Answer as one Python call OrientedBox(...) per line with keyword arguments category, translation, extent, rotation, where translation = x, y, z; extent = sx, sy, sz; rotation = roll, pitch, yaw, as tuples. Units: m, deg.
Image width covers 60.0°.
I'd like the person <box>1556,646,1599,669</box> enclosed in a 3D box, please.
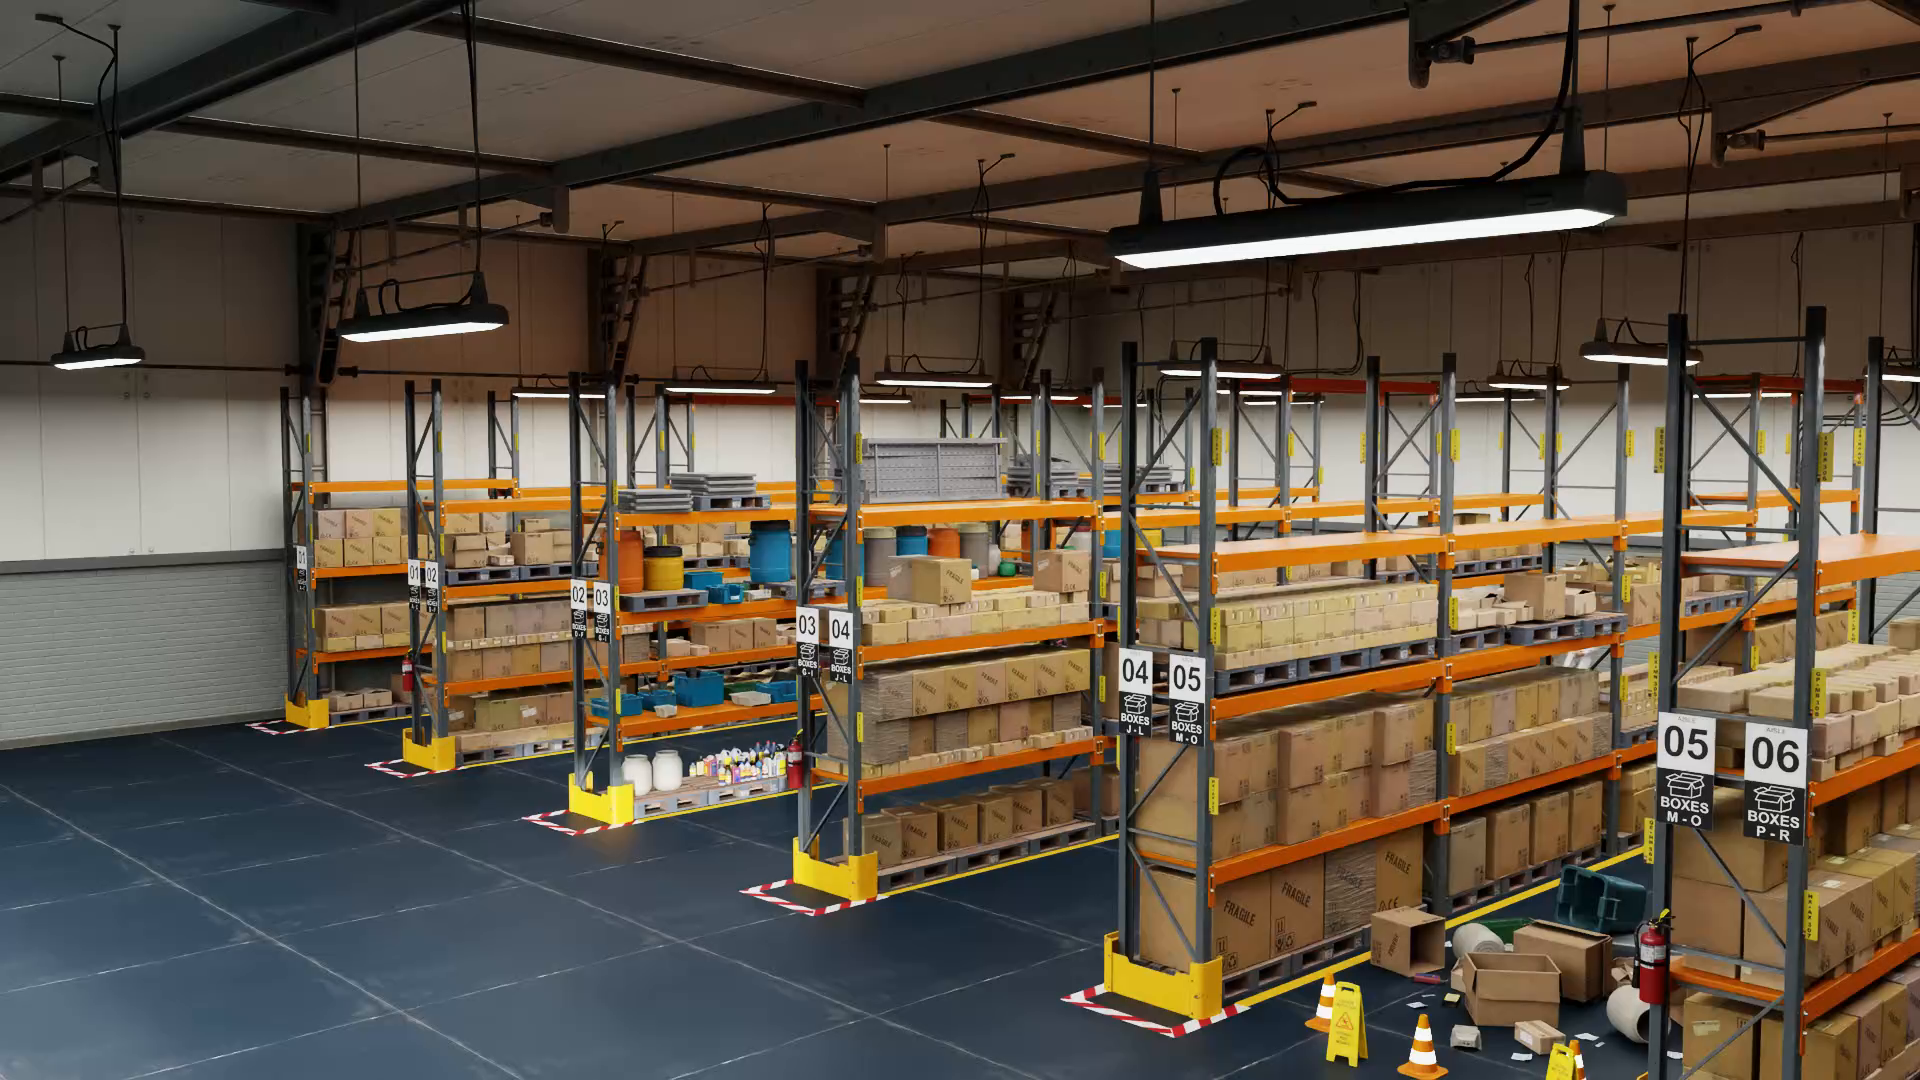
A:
OrientedBox(category="person", translation=(11.932, 2.301, 32.070), extent=(0.803, 1.692, 0.610), rotation=(2, 4, 34))
